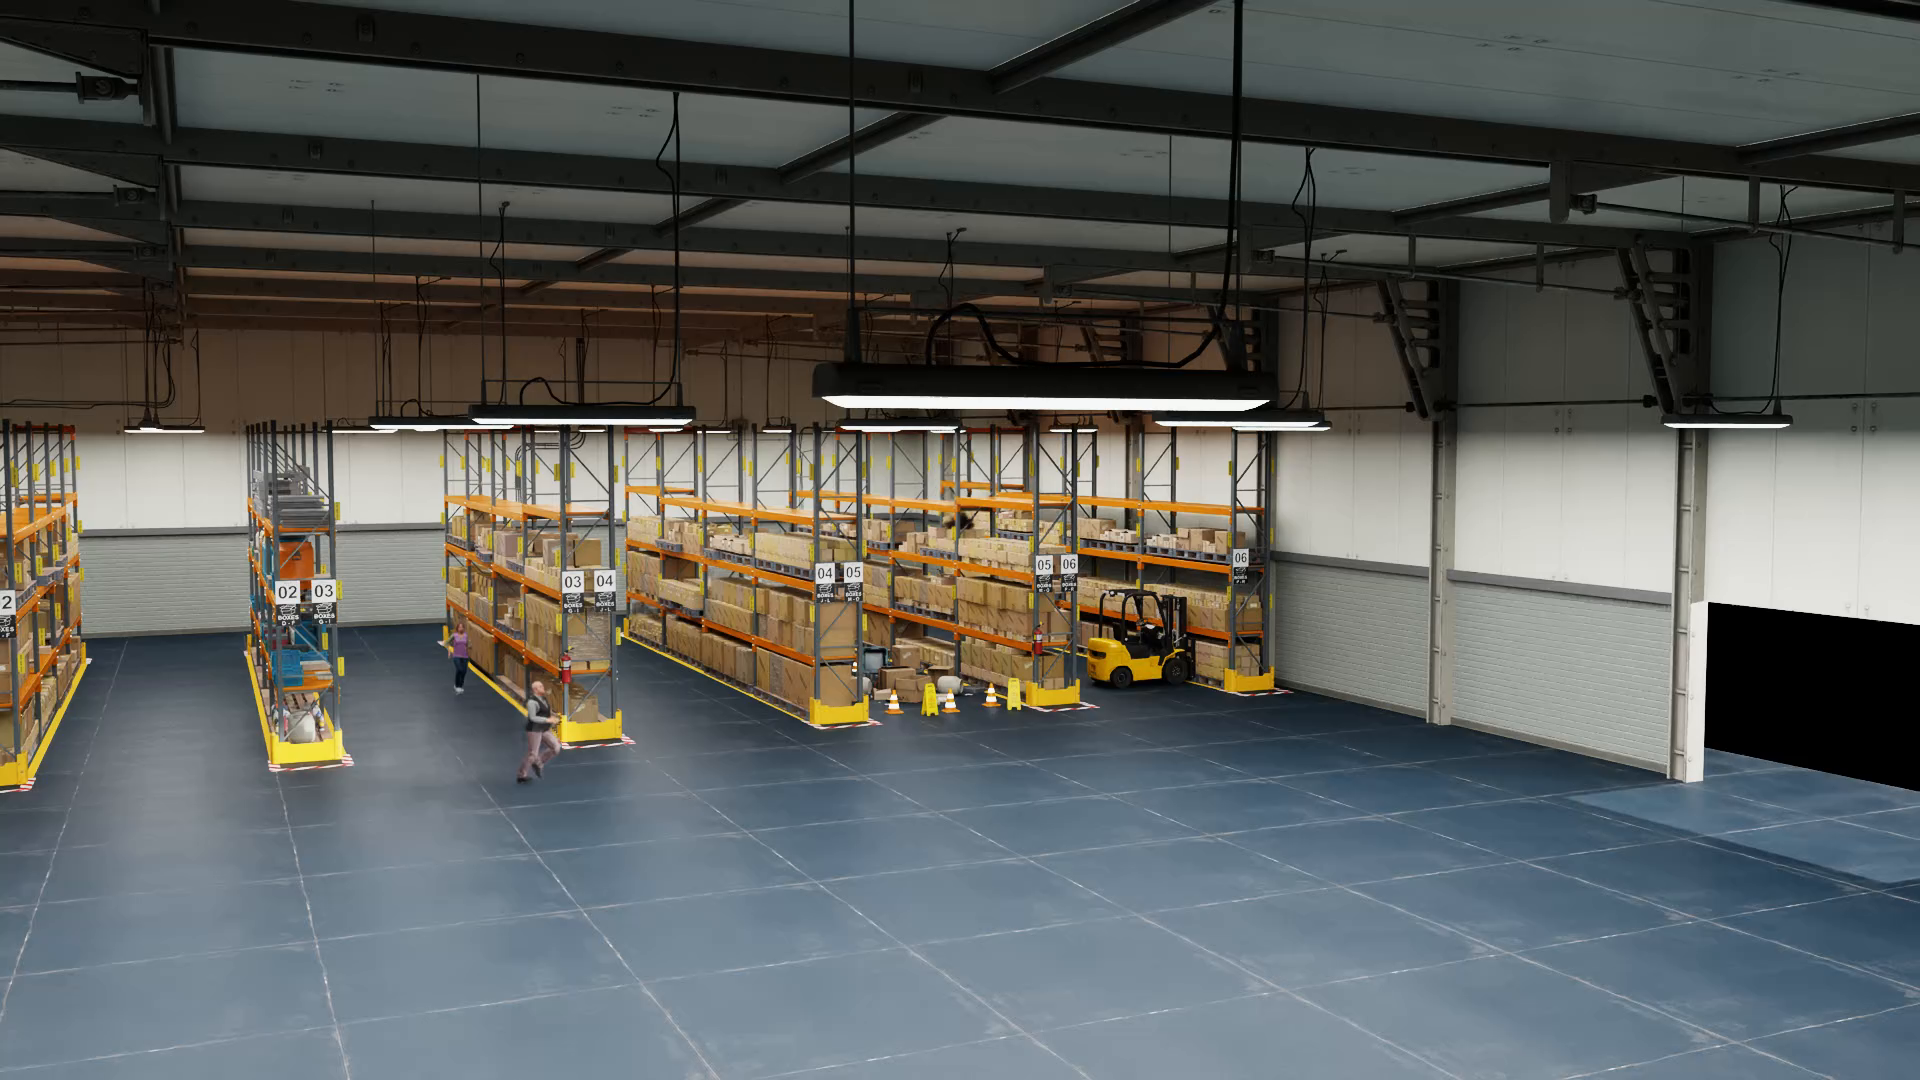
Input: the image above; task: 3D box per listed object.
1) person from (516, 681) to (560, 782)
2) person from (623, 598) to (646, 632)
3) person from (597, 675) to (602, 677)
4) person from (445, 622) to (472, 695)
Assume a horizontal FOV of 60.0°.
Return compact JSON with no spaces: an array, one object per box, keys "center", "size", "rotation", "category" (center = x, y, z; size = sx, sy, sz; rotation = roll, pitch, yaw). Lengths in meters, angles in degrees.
[{"center":[-6.924,3.146,27.411],"size":[0.789,1.670,0.673],"rotation":[1,4,15],"category":"person"},{"center":[-9.388,1.826,48.735],"size":[0.905,1.788,0.692],"rotation":[-2,4,-31],"category":"person"},{"center":[-8.609,2.390,39.561],"size":[0.699,1.726,0.651],"rotation":[-3,4,-35],"category":"person"},{"center":[-11.055,2.623,36.789],"size":[0.510,1.607,0.676],"rotation":[-2,4,-34],"category":"person"}]
